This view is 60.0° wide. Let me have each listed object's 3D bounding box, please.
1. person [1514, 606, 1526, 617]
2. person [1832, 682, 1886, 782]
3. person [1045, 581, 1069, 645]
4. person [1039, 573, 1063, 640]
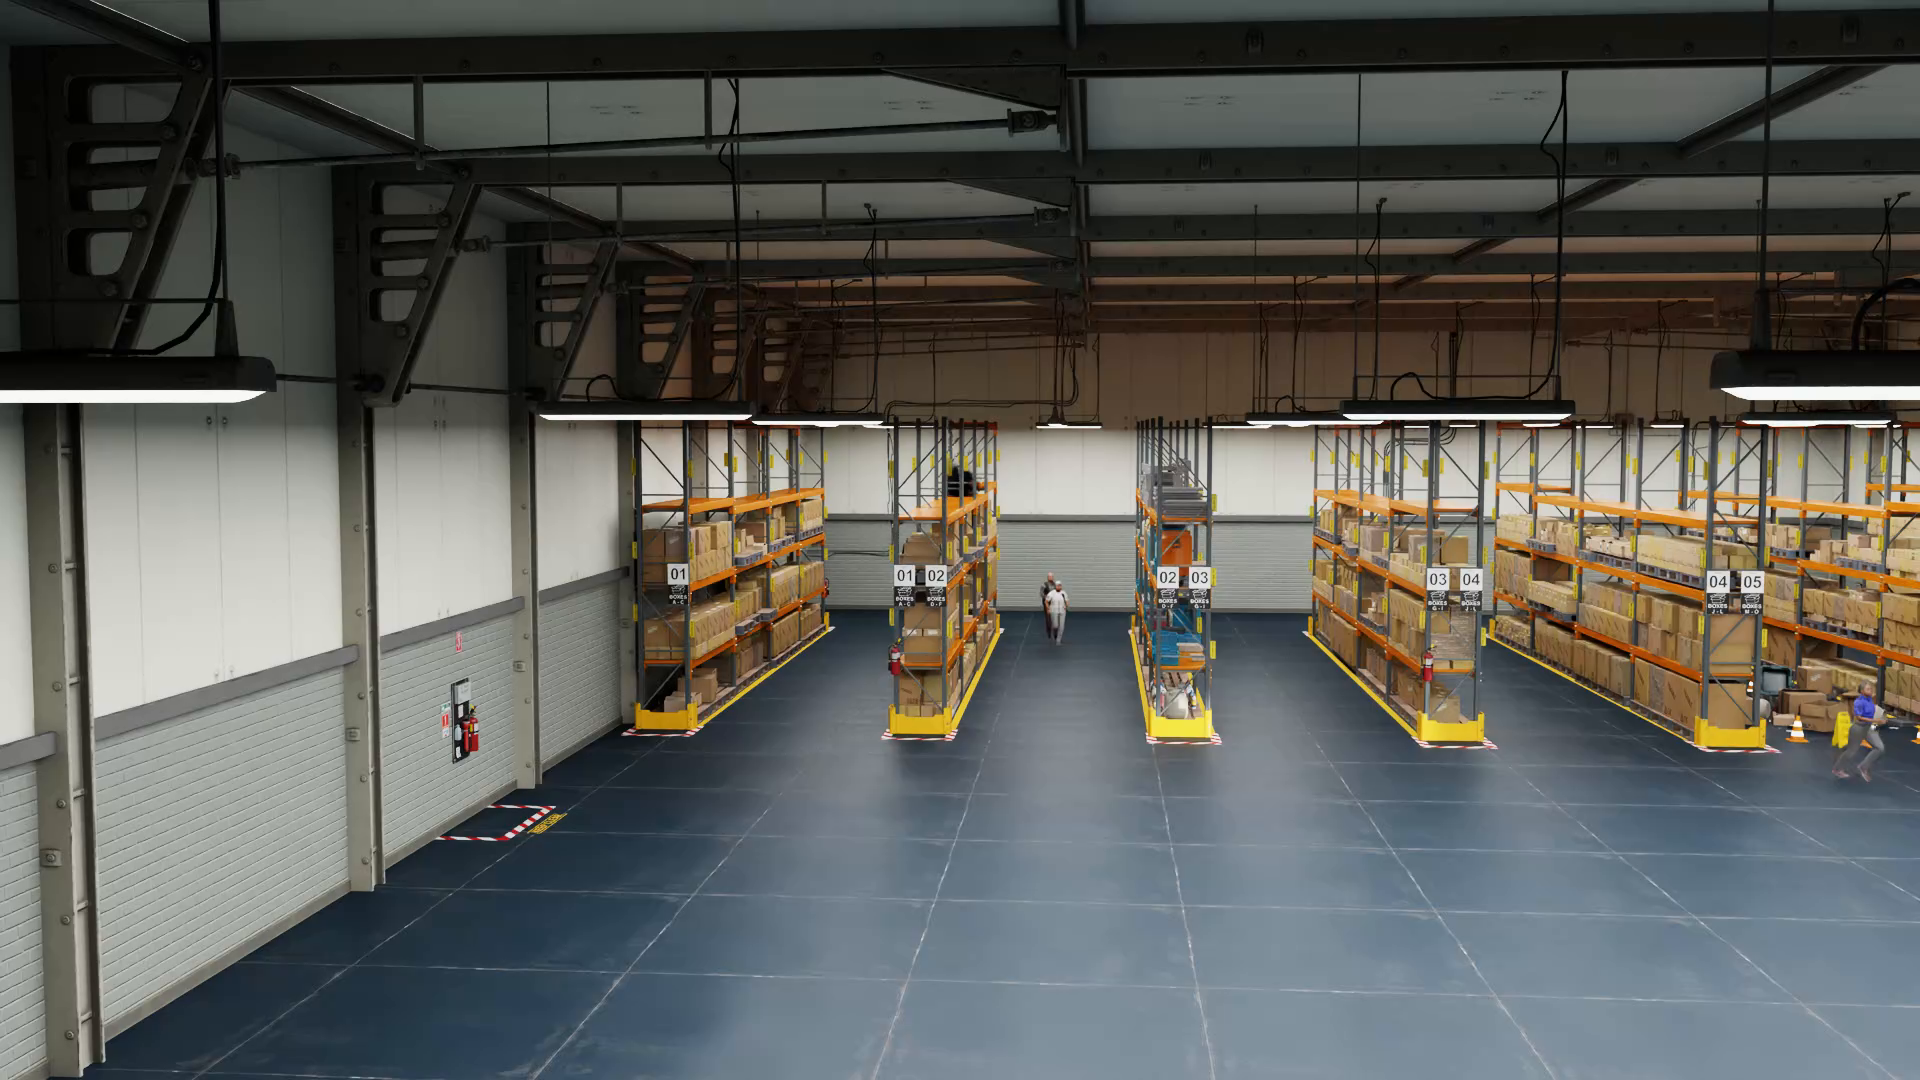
[{"bbox_3d":[16.025,1.759,47.447,0.752,1.726,0.895,-3,5,-38],"label":"person"},{"bbox_3d":[14.740,3.123,27.141,0.585,1.637,0.841,-2,4,-30],"label":"person"},{"bbox_3d":[2.493,1.862,42.222,0.613,1.633,0.513,-1,4,-9],"label":"person"},{"bbox_3d":[2.388,1.777,43.531,0.635,1.837,0.745,0,4,0],"label":"person"}]
